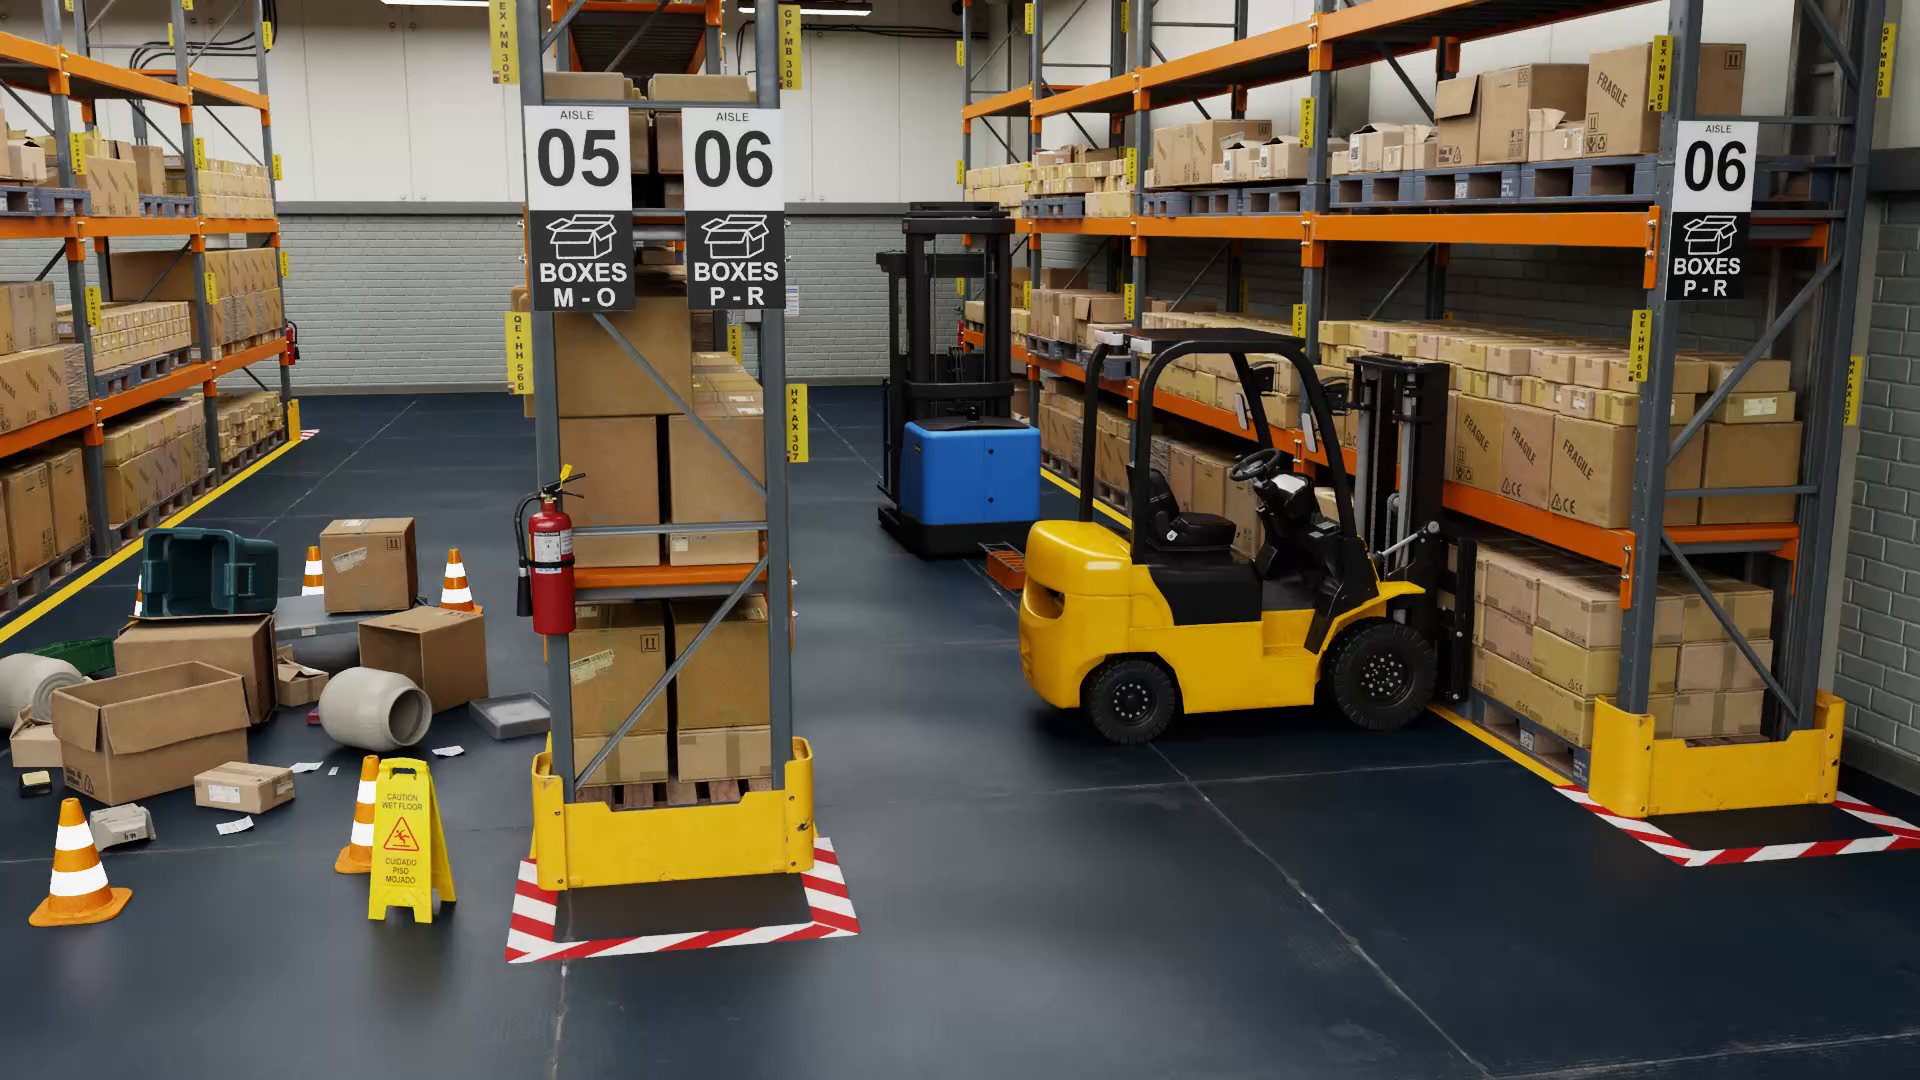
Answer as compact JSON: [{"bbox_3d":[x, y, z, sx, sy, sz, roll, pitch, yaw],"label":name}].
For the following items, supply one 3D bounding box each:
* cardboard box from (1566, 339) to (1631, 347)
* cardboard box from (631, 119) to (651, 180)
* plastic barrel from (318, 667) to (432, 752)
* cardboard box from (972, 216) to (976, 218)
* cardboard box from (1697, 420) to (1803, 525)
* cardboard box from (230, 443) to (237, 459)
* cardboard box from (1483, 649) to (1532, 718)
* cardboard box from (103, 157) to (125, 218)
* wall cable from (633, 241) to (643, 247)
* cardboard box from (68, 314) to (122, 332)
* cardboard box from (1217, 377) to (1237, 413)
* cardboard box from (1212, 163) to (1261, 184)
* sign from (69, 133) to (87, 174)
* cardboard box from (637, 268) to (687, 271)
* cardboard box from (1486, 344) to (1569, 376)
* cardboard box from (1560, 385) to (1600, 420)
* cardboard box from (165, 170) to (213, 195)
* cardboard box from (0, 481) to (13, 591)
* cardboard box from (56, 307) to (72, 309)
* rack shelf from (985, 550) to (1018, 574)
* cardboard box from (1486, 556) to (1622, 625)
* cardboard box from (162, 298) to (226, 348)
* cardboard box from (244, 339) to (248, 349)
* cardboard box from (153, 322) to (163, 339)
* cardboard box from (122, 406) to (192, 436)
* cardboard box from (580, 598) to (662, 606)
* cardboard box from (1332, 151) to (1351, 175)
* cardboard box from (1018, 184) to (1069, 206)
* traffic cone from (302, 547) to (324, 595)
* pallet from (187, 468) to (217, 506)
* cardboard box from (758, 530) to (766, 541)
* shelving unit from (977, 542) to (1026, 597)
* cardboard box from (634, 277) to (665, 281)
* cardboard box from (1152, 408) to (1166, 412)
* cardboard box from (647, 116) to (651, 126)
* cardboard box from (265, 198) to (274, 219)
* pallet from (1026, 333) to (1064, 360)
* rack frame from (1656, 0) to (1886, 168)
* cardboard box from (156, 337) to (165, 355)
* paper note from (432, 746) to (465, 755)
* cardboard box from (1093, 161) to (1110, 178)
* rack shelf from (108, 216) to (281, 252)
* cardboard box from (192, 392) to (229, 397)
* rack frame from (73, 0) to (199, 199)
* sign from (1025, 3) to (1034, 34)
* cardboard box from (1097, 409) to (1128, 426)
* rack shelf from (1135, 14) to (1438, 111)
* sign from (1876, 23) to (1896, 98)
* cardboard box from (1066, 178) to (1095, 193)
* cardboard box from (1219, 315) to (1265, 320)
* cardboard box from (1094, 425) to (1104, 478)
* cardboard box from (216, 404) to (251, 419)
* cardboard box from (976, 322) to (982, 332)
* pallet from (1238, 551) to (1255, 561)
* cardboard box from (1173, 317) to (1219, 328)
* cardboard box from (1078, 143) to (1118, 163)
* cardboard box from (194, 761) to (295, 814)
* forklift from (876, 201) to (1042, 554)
[{"bbox_3d":[3.650,-1.047,9.375,0.380,0.149,0.250,-2,11,-12],"label":"cardboard box"},{"bbox_3d":[-1.663,-1.763,7.519,0.500,0.250,0.500,-2,11,-12],"label":"cardboard box"},{"bbox_3d":[-3.102,0.902,8.826,0.512,0.421,0.421,6,12,28],"label":"plastic barrel"},{"bbox_3d":[0.374,-4.439,22.645,0.380,0.149,0.250,-2,11,-10],"label":"cardboard box"},{"bbox_3d":[3.829,-0.371,8.357,0.500,0.500,0.500,-2,11,-9],"label":"cardboard box"},{"bbox_3d":[-8.193,-0.975,18.300,0.380,0.149,0.250,-2,11,-9],"label":"cardboard box"},{"bbox_3d":[3.164,0.757,8.927,0.500,0.250,0.500,-2,11,-11],"label":"cardboard box"},{"bbox_3d":[-7.562,-3.037,14.341,0.500,0.500,0.500,-2,11,-11],"label":"cardboard box"},{"bbox_3d":[-5.447,-4.522,27.633,0.585,1.953,0.123,-2,11,-11],"label":"wall cable"},{"bbox_3d":[-7.656,-1.919,14.712,0.380,0.149,0.250,-3,11,-13],"label":"cardboard box"},{"bbox_3d":[2.350,-1.148,13.108,0.500,0.250,0.500,-2,11,-11],"label":"cardboard box"},{"bbox_3d":[2.213,-2.892,13.130,0.380,0.149,0.250,-2,11,-12],"label":"cardboard box"},{"bbox_3d":[-7.061,-3.094,13.312,0.100,0.325,0.005,-2,11,-11],"label":"sign"},{"bbox_3d":[-3.029,-2.520,16.972,0.500,0.500,0.500,-2,11,-9],"label":"cardboard box"},{"bbox_3d":[3.085,-0.976,9.006,0.380,0.149,0.250,-2,11,-10],"label":"cardboard box"},{"bbox_3d":[3.231,-0.688,8.287,0.380,0.149,0.250,-2,11,-10],"label":"cardboard box"},{"bbox_3d":[-8.244,-3.785,17.600,0.500,0.250,0.500,-2,11,-9],"label":"cardboard box"},{"bbox_3d":[-7.222,0.036,11.378,1.050,0.750,0.750,-2,11,-11],"label":"cardboard box"},{"bbox_3d":[-8.556,-2.138,15.863,0.380,0.149,0.250,-2,11,-11],"label":"cardboard box"},{"bbox_3d":[0.333,0.169,13.288,0.258,0.180,0.103,-3,11,-13],"label":"rack shelf"},{"bbox_3d":[3.152,0.266,8.835,0.500,0.250,0.500,-2,11,-10],"label":"cardboard box"},{"bbox_3d":[-8.235,-2.338,17.892,0.500,0.500,0.500,-2,11,-12],"label":"cardboard box"},{"bbox_3d":[-8.591,-2.315,19.511,0.380,0.149,0.250,-2,11,-10],"label":"cardboard box"},{"bbox_3d":[-7.910,-2.014,16.008,0.380,0.149,0.250,-3,11,-14],"label":"cardboard box"},{"bbox_3d":[-7.906,-1.167,16.361,0.500,0.250,0.500,-2,11,-8],"label":"cardboard box"},{"bbox_3d":[-1.732,0.503,8.256,0.500,0.500,0.500,-2,11,-9],"label":"cardboard box"},{"bbox_3d":[2.664,-2.467,10.894,0.380,0.149,0.250,-2,11,-10],"label":"cardboard box"},{"bbox_3d":[0.979,-4.047,19.522,0.500,0.250,0.500,-2,11,-11],"label":"cardboard box"},{"bbox_3d":[-4.645,0.279,11.991,0.336,0.463,0.334,-2,11,-11],"label":"traffic cone"},{"bbox_3d":[-8.233,-0.530,16.915,1.003,0.211,1.213,-2,11,-11],"label":"pallet"},{"bbox_3d":[-1.114,-0.084,7.786,0.380,0.149,0.250,-2,11,-13],"label":"cardboard box"},{"bbox_3d":[0.400,0.221,13.017,0.258,0.189,1.200,-3,11,-13],"label":"shelving unit"},{"bbox_3d":[-1.972,-1.184,9.157,0.700,0.500,0.500,-2,11,-12],"label":"cardboard box"},{"bbox_3d":[2.088,-1.284,17.248,0.380,0.149,0.250,-2,11,-12],"label":"cardboard box"},{"bbox_3d":[-1.629,-2.369,9.639,0.380,0.149,0.250,-2,11,-10],"label":"cardboard box"},{"bbox_3d":[-8.815,-4.102,20.604,0.500,0.250,0.500,-2,11,-12],"label":"cardboard box"},{"bbox_3d":[1.367,-2.177,18.626,1.003,0.211,1.213,-2,11,-11],"label":"pallet"},{"bbox_3d":[3.653,-3.168,7.275,1.000,3.000,0.127,-2,11,-11],"label":"rack frame"},{"bbox_3d":[-7.908,-1.869,16.044,0.380,0.149,0.250,-3,11,-13],"label":"cardboard box"},{"bbox_3d":[-2.700,1.109,8.786,0.142,0.019,0.148,-6,13,-31],"label":"paper note"},{"bbox_3d":[1.539,-3.674,16.496,0.380,0.149,0.250,-2,11,-12],"label":"cardboard box"},{"bbox_3d":[-8.774,-3.529,19.118,1.077,0.370,4.000,-2,11,-11],"label":"rack shelf"},{"bbox_3d":[-9.395,-1.766,20.860,0.380,0.149,0.250,-3,11,-14],"label":"cardboard box"},{"bbox_3d":[-8.385,-4.989,16.843,1.000,3.000,0.127,-2,11,-11],"label":"rack frame"},{"bbox_3d":[0.783,-5.850,18.658,0.100,0.325,0.005,-2,11,-11],"label":"sign"},{"bbox_3d":[1.605,-1.261,17.129,0.380,0.149,0.250,-2,11,-12],"label":"cardboard box"},{"bbox_3d":[2.486,-3.719,13.161,1.077,0.370,4.000,-2,11,-11],"label":"rack shelf"},{"bbox_3d":[4.198,-2.182,7.567,0.100,0.325,0.005,-2,11,-11],"label":"sign"},{"bbox_3d":[1.311,-3.677,17.253,0.380,0.149,0.250,-2,11,-10],"label":"cardboard box"},{"bbox_3d":[2.509,-1.910,14.708,0.380,0.149,0.250,-2,11,-11],"label":"cardboard box"},{"bbox_3d":[1.612,-0.925,17.094,0.500,0.500,0.500,-2,11,-9],"label":"cardboard box"},{"bbox_3d":[-8.528,-1.499,19.458,0.380,0.149,0.250,-2,11,-11],"label":"cardboard box"},{"bbox_3d":[0.430,-2.917,22.672,0.380,0.149,0.250,-2,11,-10],"label":"cardboard box"},{"bbox_3d":[2.693,0.281,12.654,1.003,0.211,1.213,-2,11,-11],"label":"pallet"},{"bbox_3d":[2.061,-1.844,14.362,0.380,0.149,0.250,-2,11,-10],"label":"cardboard box"},{"bbox_3d":[1.529,-4.276,18.497,0.396,0.266,0.258,-2,11,-11],"label":"cardboard box"},{"bbox_3d":[-3.452,1.194,8.027,0.380,0.149,0.250,4,11,18],"label":"cardboard box"},{"bbox_3d":[-0.141,-1.553,15.018,1.130,2.935,3.031,-2,11,-13],"label":"forklift"}]
